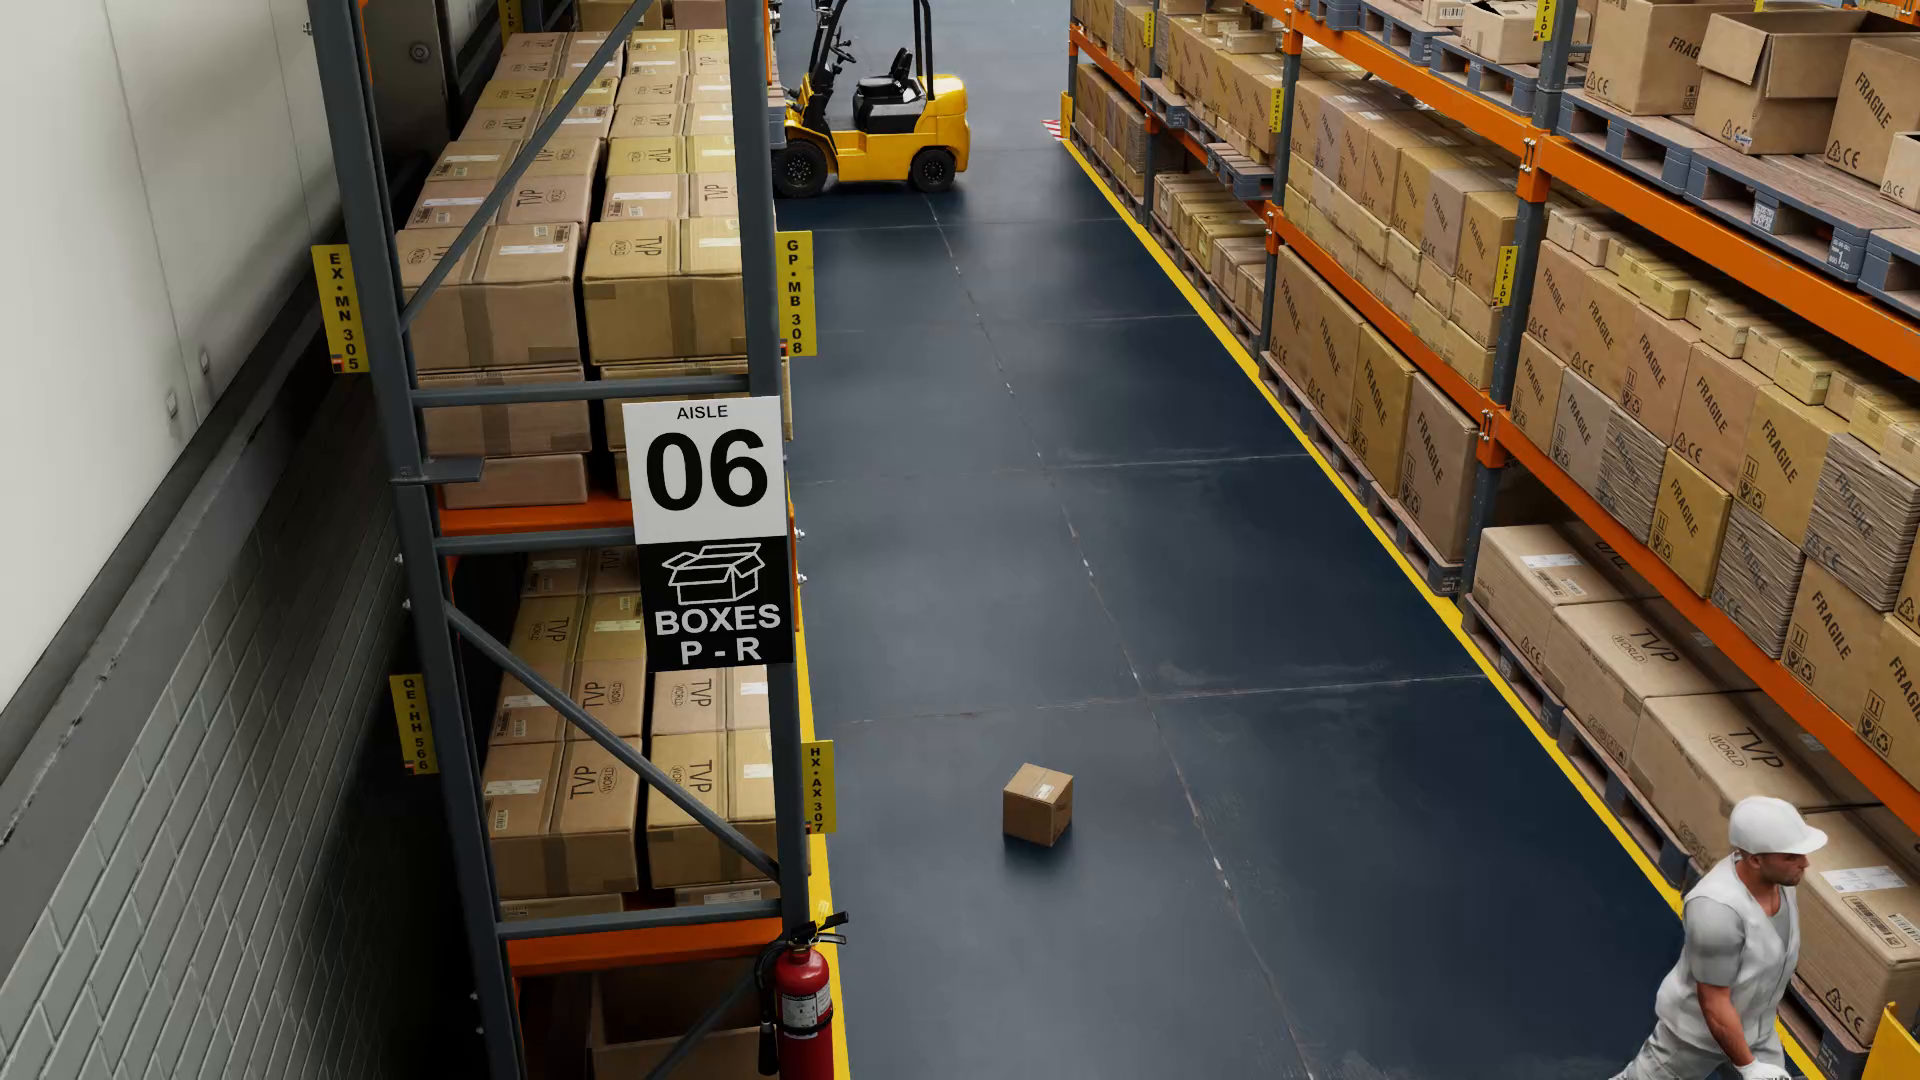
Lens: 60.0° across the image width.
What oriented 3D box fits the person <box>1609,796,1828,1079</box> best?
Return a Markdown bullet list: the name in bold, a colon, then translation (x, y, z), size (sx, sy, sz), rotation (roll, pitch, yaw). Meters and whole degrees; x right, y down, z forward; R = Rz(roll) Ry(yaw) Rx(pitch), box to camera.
- **person**: translation (2.554, 1.611, 5.373), size (0.528, 1.735, 1.000), rotation (-18, 32, -31)
